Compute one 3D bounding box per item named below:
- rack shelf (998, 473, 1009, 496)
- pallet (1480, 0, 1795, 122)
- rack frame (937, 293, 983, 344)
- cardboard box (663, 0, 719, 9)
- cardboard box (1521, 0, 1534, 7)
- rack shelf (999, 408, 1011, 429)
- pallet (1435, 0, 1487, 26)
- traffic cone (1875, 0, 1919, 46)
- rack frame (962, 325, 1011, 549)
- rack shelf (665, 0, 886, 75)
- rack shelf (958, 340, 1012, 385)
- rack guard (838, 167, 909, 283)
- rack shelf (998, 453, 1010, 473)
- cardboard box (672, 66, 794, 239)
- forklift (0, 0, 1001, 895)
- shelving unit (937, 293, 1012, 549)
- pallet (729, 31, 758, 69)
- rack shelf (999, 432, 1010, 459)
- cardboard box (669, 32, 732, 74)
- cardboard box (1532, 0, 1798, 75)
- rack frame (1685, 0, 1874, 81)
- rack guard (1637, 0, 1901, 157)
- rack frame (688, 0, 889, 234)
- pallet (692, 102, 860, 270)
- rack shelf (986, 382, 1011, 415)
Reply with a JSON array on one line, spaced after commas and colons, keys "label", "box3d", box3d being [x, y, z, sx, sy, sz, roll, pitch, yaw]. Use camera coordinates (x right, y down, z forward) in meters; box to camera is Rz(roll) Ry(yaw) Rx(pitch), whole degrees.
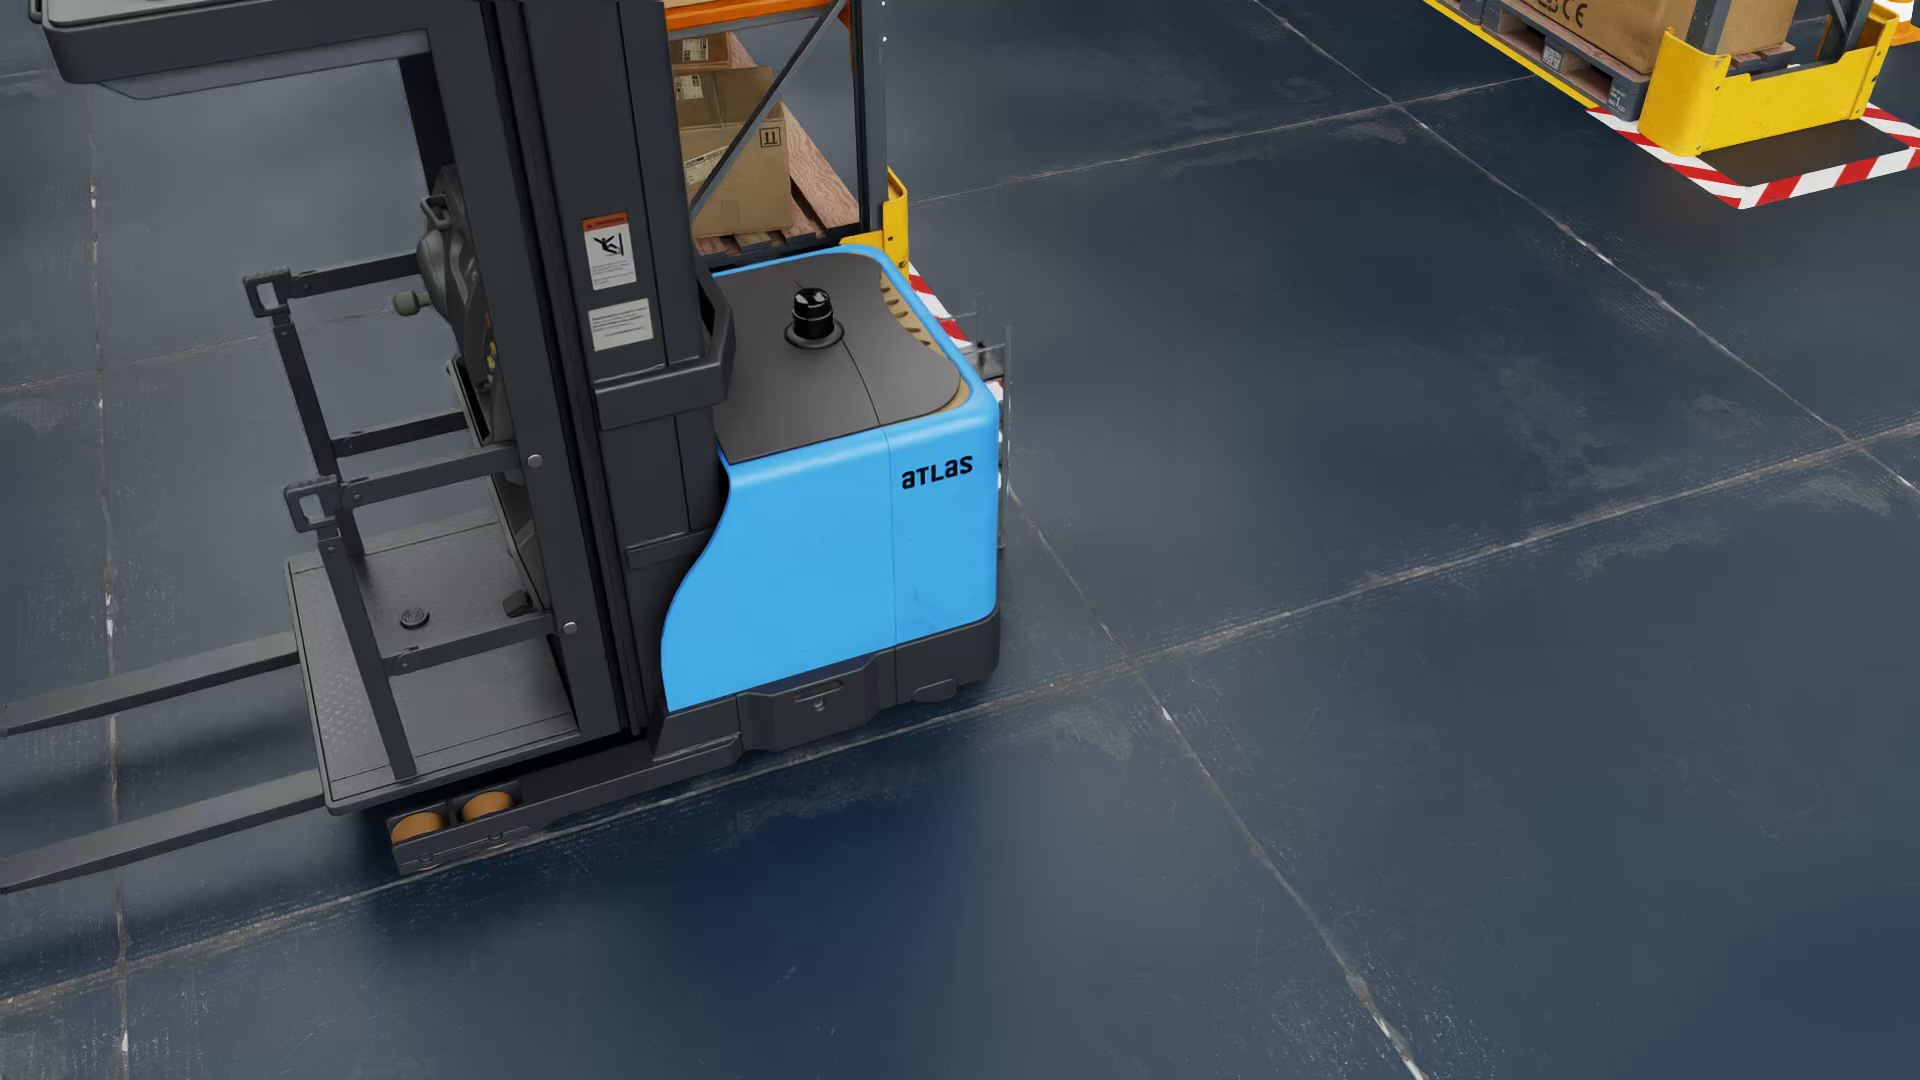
[{"label": "rack shelf", "box3d": [0.006, -0.188, 5.605, 0.258, 0.077, 0.200, -16, 43, -18]}, {"label": "pallet", "box3d": [3.478, -2.602, 8.614, 1.003, 0.211, 1.213, -15, 43, -17]}, {"label": "rack frame", "box3d": [-0.036, -0.410, 5.536, 0.240, 0.900, 0.006, -16, 43, -18]}, {"label": "cardboard box", "box3d": [-1.065, -2.046, 6.021, 0.380, 0.149, 0.250, -15, 43, -17]}, {"label": "cardboard box", "box3d": [3.197, -3.472, 8.795, 0.875, 0.875, 0.875, -16, 43, -18]}, {"label": "rack shelf", "box3d": [0.006, -0.393, 5.429, 0.258, 0.077, 0.200, -16, 43, -18]}, {"label": "pallet", "box3d": [3.015, -3.336, 9.467, 1.003, 0.211, 1.213, -15, 43, -17]}, {"label": "traffic cone", "box3d": [4.965, -2.909, 8.778, 0.336, 0.463, 0.334, -15, 43, -17]}, {"label": "rack frame", "box3d": [0.048, -0.289, 5.396, 0.240, 0.900, 0.006, -16, 43, -18]}, {"label": "rack shelf", "box3d": [-1.530, -2.953, 7.435, 1.077, 0.370, 4.000, -15, 43, -17]}, {"label": "rack shelf", "box3d": [0.006, -0.529, 5.312, 0.258, 0.077, 0.200, -16, 43, -18]}, {"label": "rack guard", "box3d": [-0.794, -1.119, 6.667, 1.175, 0.500, 0.348, -15, 43, -17]}, {"label": "rack shelf", "box3d": [0.006, -0.256, 5.547, 0.258, 0.077, 0.200, -16, 43, -18]}, {"label": "cardboard box", "box3d": [-0.989, -1.612, 6.920, 0.500, 0.500, 0.500, -8, 41, -9]}, {"label": "forklift", "box3d": [-1.442, -0.577, 4.173, 3.031, 2.935, 1.130, -16, 43, -17]}, {"label": "shelving unit", "box3d": [0.006, -0.350, 5.466, 0.258, 0.900, 0.210, -16, 43, -18]}, {"label": "pallet", "box3d": [-1.535, -2.241, 8.194, 1.003, 0.211, 1.213, -15, 43, -17]}, {"label": "rack shelf", "box3d": [0.006, -0.324, 5.488, 0.258, 0.077, 0.200, -16, 43, -18]}, {"label": "cardboard box", "box3d": [-1.249, -1.964, 7.328, 0.500, 0.500, 0.500, -5, 41, -6]}, {"label": "cardboard box", "box3d": [3.535, -2.943, 8.179, 0.875, 0.875, 0.875, -15, 43, -17]}, {"label": "rack frame", "box3d": [3.856, -3.197, 7.167, 1.000, 3.000, 0.127, -15, 43, -17]}, {"label": "rack guard", "box3d": [3.865, -2.235, 7.966, 1.175, 0.500, 0.348, -15, 43, -17]}, {"label": "rack frame", "box3d": [-0.765, -2.021, 5.799, 1.000, 3.000, 0.127, -15, 43, -17]}, {"label": "pallet", "box3d": [-1.072, -1.507, 7.341, 1.003, 0.211, 1.213, -15, 43, -17]}, {"label": "rack shelf", "box3d": [0.006, -0.461, 5.371, 0.258, 0.077, 0.200, -16, 43, -18]}]
